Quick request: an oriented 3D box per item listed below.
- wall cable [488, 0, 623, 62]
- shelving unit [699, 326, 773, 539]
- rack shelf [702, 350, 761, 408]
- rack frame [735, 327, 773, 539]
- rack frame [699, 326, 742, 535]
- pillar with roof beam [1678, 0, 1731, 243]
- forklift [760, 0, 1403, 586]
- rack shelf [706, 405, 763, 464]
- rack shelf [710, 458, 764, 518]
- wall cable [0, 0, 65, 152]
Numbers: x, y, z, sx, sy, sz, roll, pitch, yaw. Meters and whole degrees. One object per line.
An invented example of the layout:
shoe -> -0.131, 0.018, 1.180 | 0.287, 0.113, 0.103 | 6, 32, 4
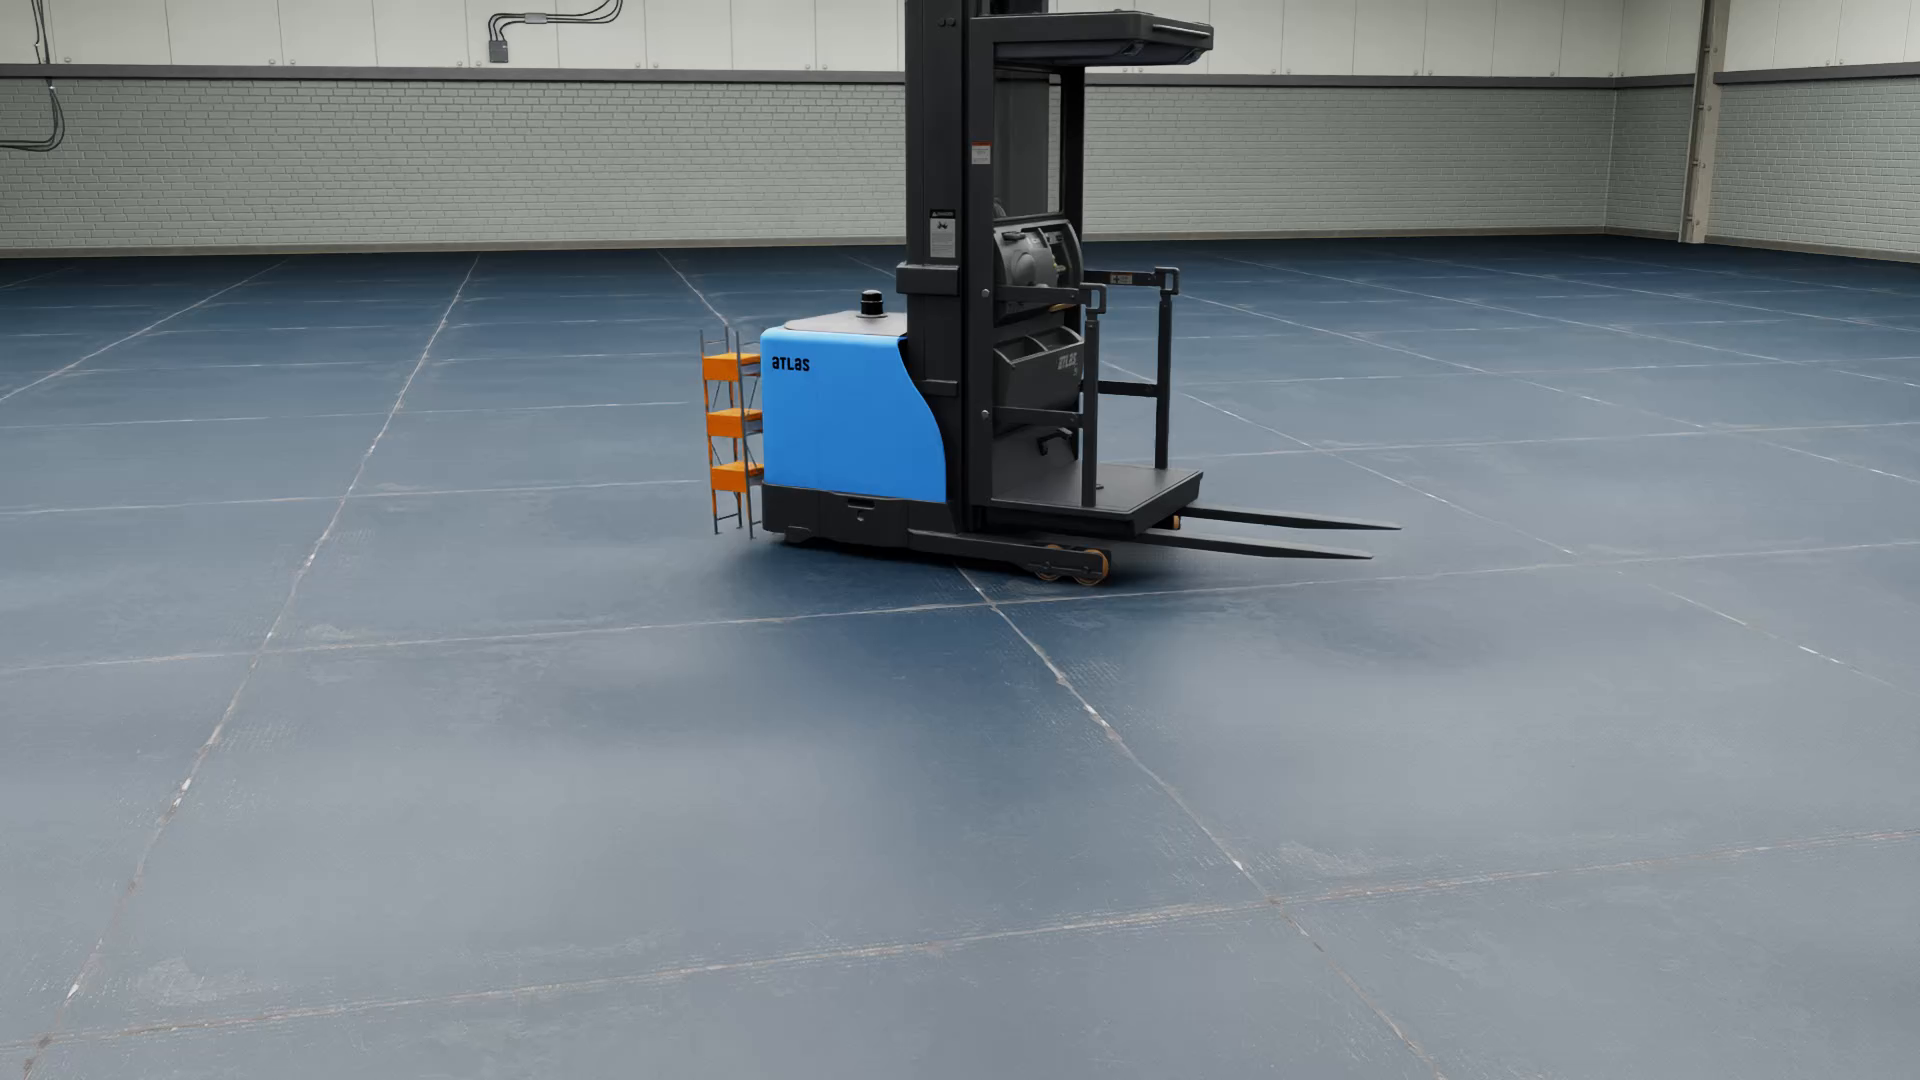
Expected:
wall cable -> -6.939, -11.180, 28.062 | 2.305, 6.003, 0.169 | -3, 14, -13
shelving unit -> -1.122, -0.549, 8.435 | 0.252, 1.050, 0.215 | 7, 16, 35
rack shelf -> -1.133, -0.815, 8.374 | 0.240, 0.259, 0.215 | 7, 16, 35
rack frame -> -1.022, -0.537, 8.365 | 0.008, 1.050, 0.200 | 7, 16, 35
rack frame -> -1.221, -0.560, 8.504 | 0.008, 1.050, 0.200 | 7, 16, 35
pillar with roof beam -> 9.671, -9.765, 29.436 | 9.100, 9.000, 0.400 | -3, 14, -13
forklift -> 0.561, -1.359, 7.814 | 3.031, 2.935, 1.130 | 7, 15, 25
rack shelf -> -1.121, -0.538, 8.437 | 0.240, 0.259, 0.215 | 7, 16, 35
rack shelf -> -1.110, -0.267, 8.498 | 0.240, 0.259, 0.215 | 7, 16, 35
wall cable -> -16.170, -7.494, 26.683 | 3.097, 2.526, 0.112 | -3, 14, -13
